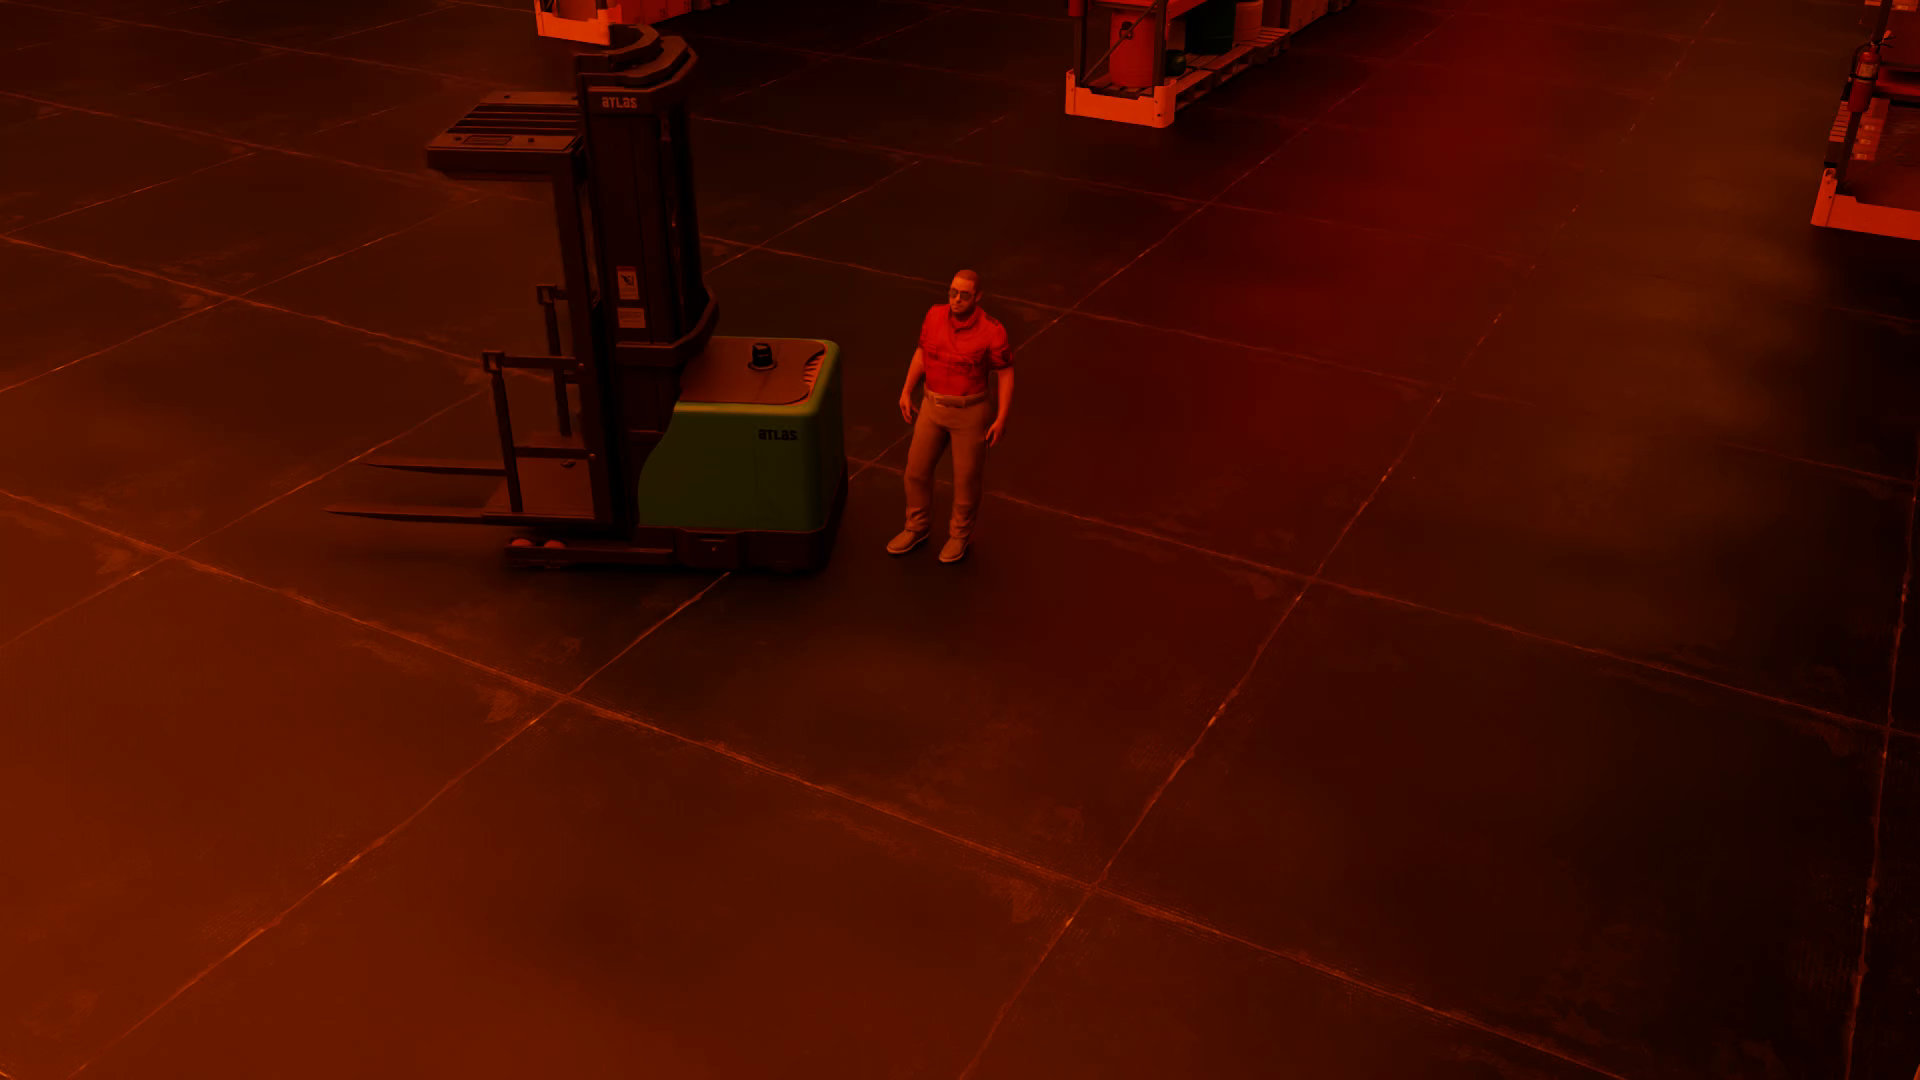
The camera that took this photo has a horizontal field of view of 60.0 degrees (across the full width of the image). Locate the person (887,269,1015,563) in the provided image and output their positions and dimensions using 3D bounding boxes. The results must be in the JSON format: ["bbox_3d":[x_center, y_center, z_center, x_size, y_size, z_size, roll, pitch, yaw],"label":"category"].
[{"bbox_3d":[-0.061,-0.700,9.500,0.659,1.717,0.494,14,33,23],"label":"person"}]

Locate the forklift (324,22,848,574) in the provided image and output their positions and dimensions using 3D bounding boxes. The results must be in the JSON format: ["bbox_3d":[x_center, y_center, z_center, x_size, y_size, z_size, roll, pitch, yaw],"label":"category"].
[{"bbox_3d":[-2.242,-1.359,9.426,3.031,2.935,1.130,2,30,4],"label":"forklift"}]
